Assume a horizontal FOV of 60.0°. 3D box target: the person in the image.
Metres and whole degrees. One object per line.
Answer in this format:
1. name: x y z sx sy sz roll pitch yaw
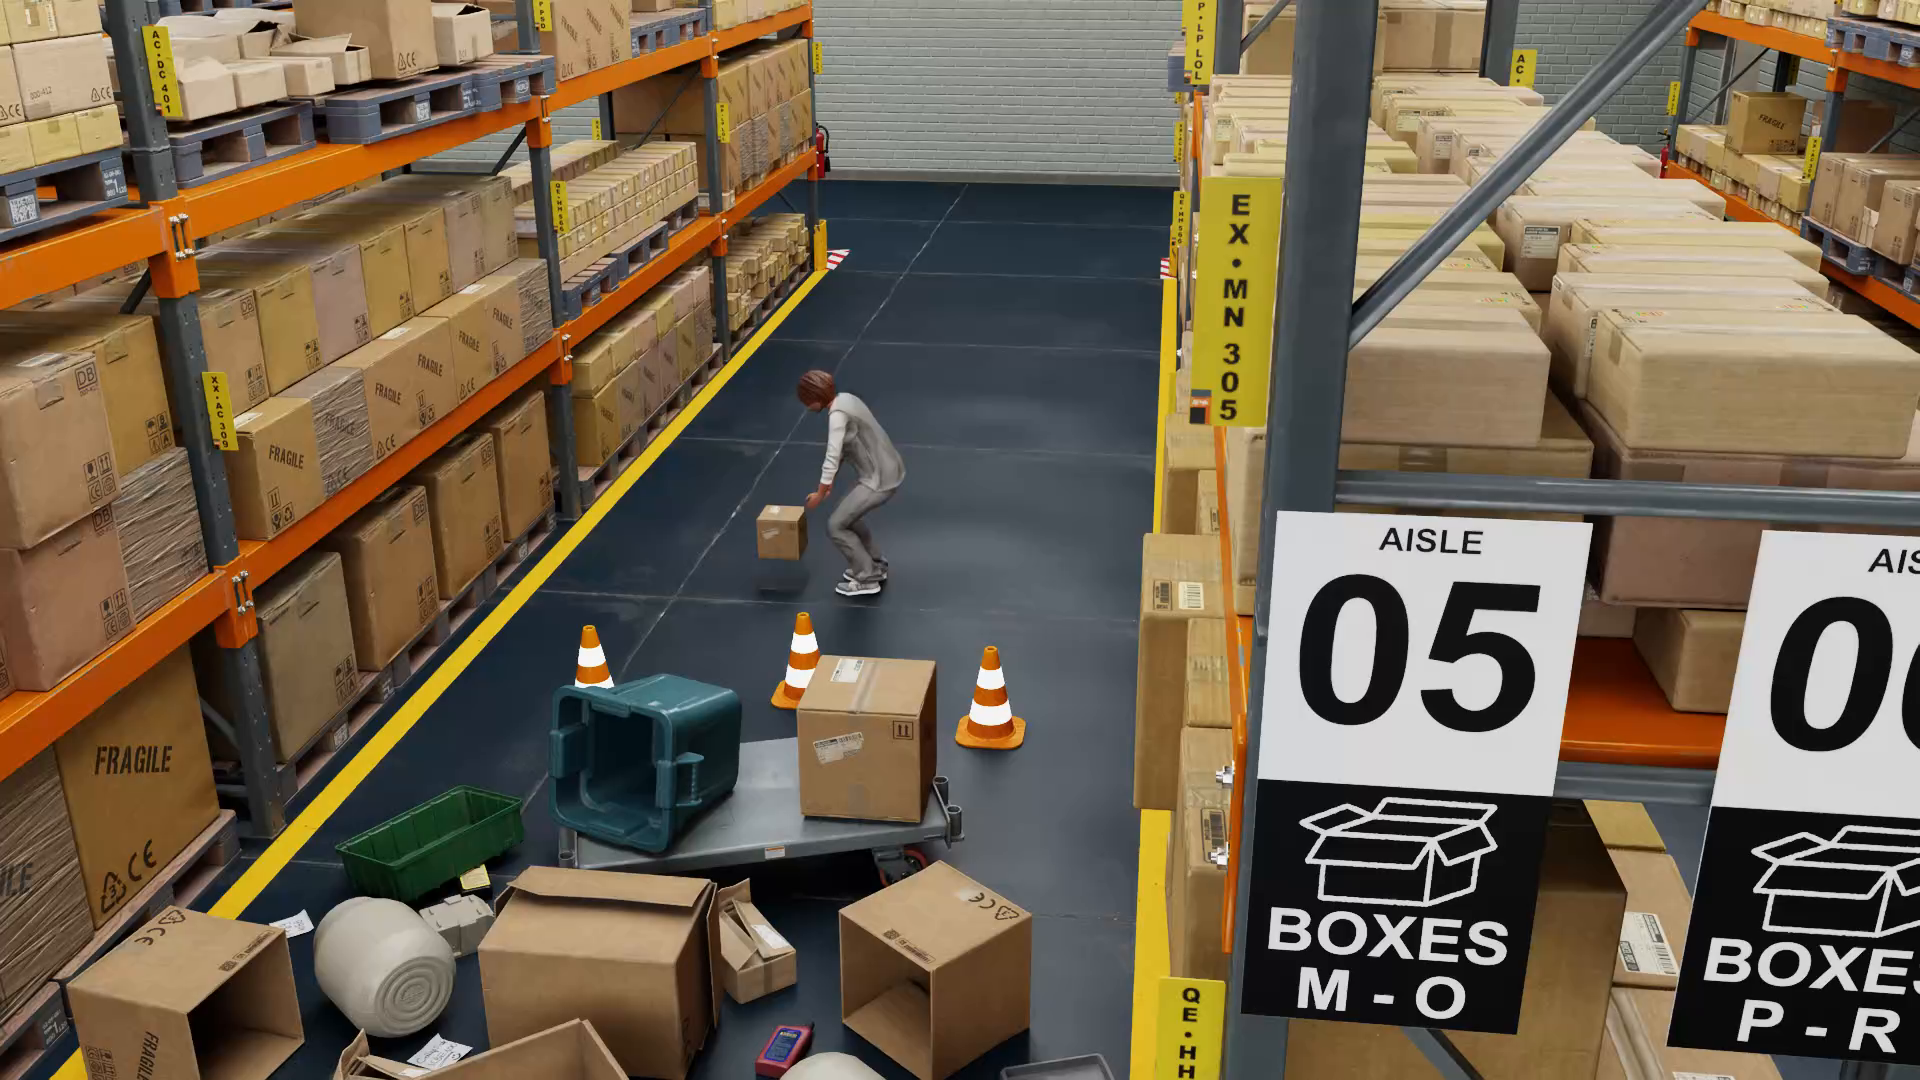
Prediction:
1. person: -0.634 -0.327 9.802 0.621 1.332 0.461 3 22 7
